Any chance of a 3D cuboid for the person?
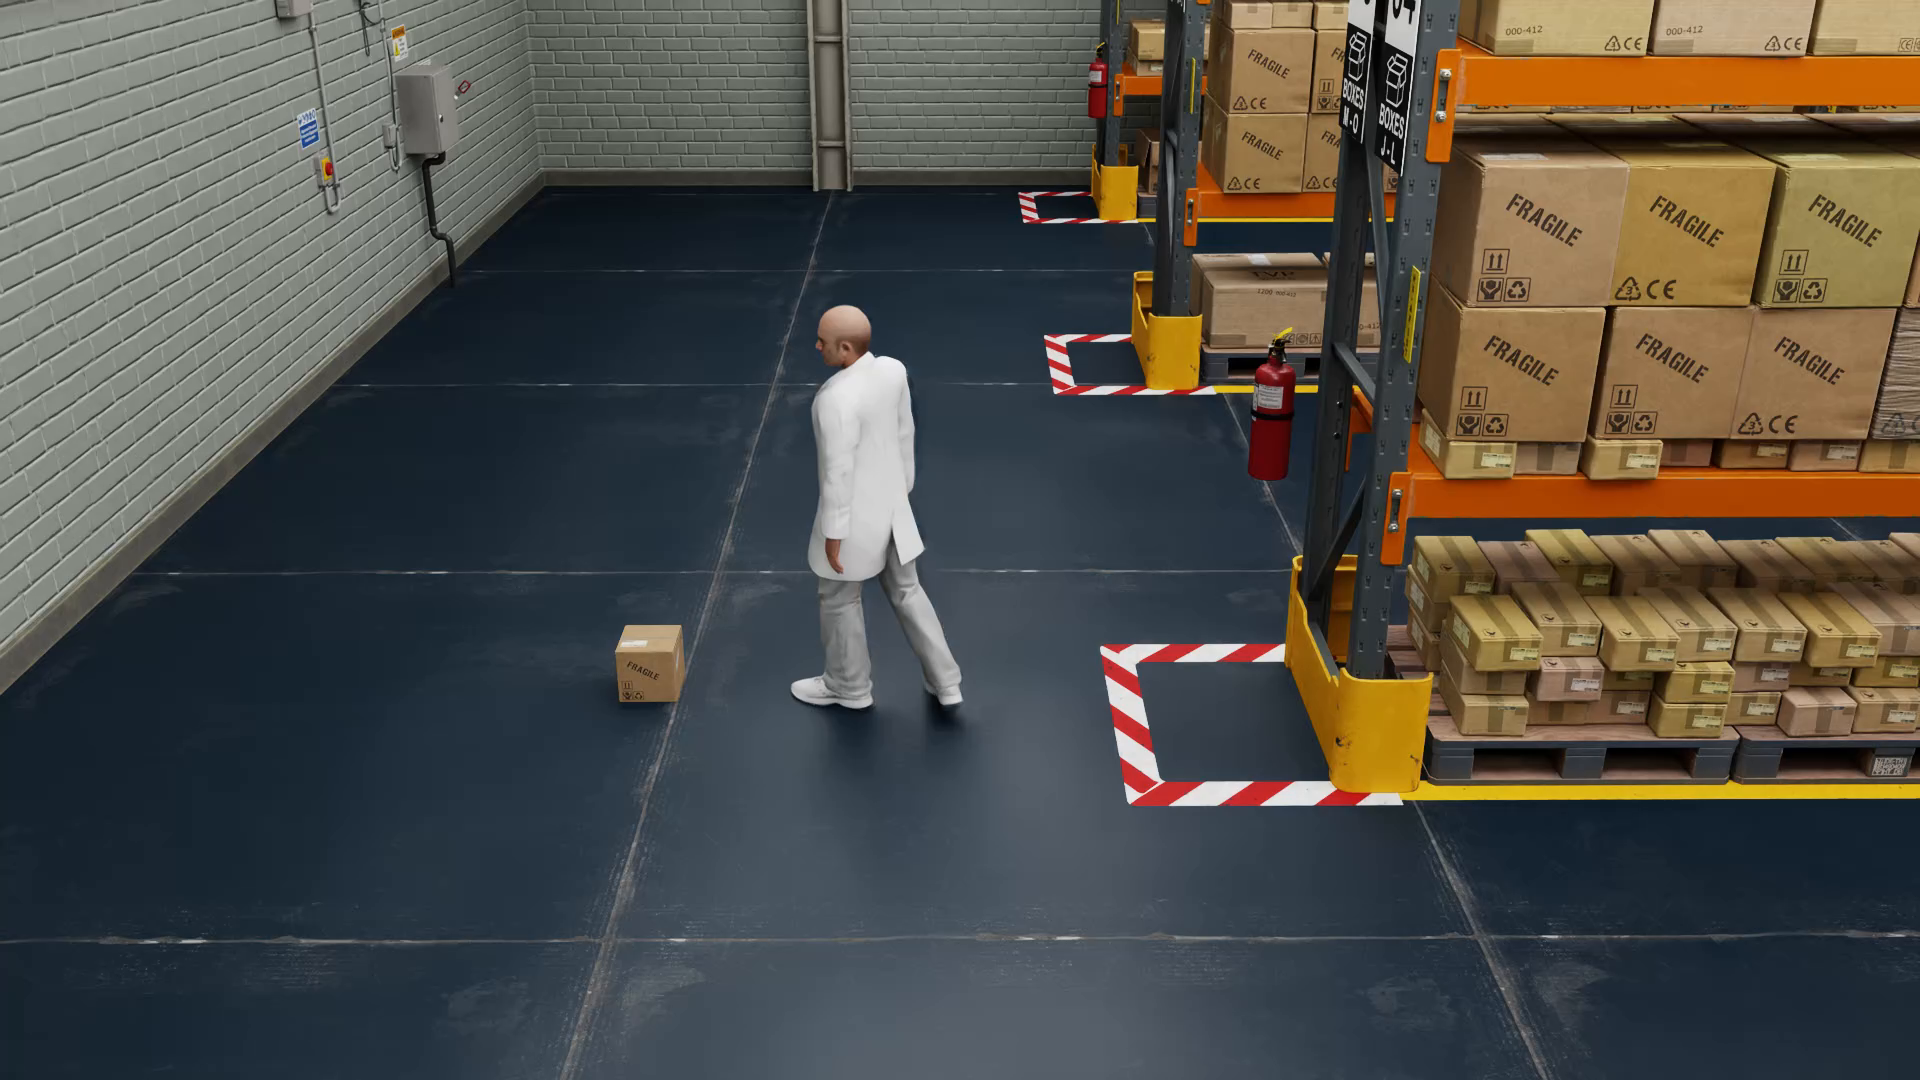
[{"bbox_3d":[-0.413,-0.120,6.852,0.757,1.774,0.613,14,27,29],"label":"person"}]
